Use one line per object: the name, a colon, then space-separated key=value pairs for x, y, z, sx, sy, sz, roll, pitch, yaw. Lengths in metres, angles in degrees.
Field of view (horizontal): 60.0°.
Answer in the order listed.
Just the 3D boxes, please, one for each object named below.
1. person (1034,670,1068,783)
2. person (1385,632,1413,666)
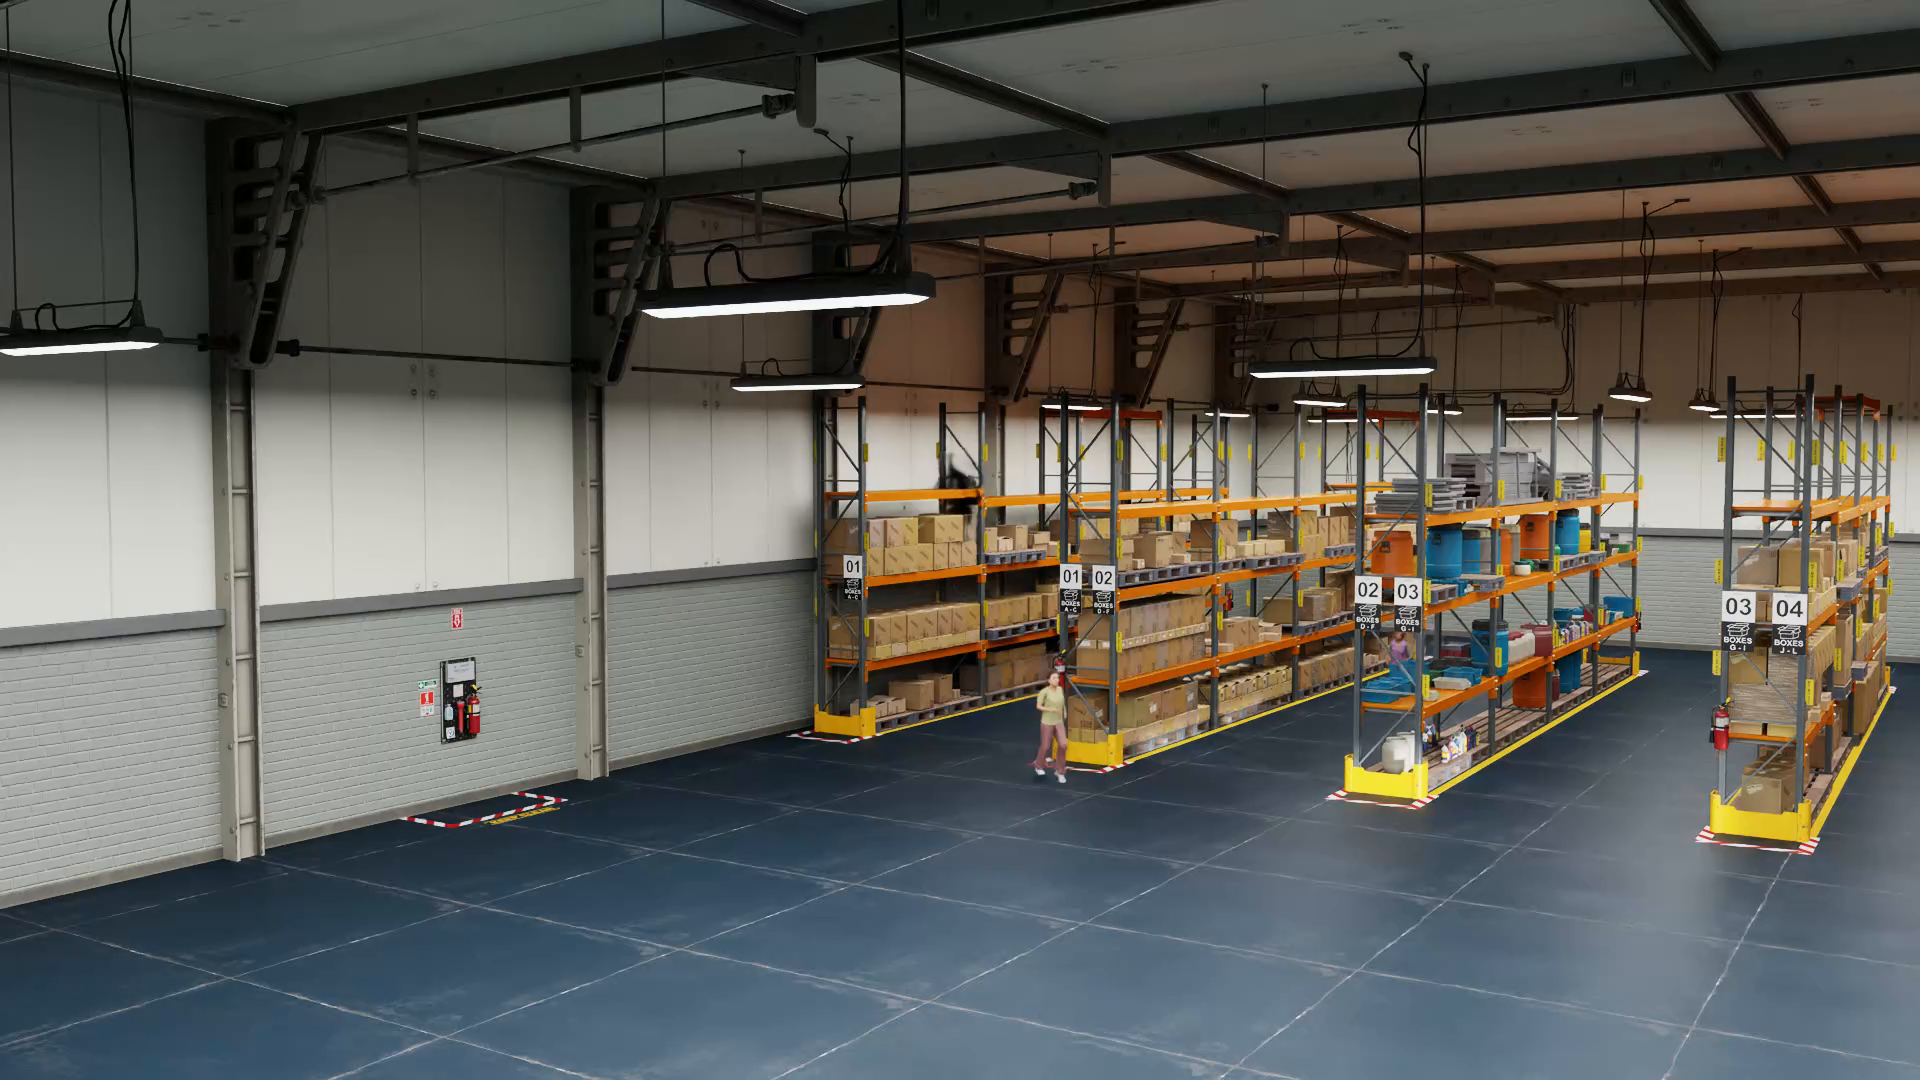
person: x=1.398 y=2.850 z=25.402 sx=0.591 sy=1.747 sz=0.734 roll=-2 pitch=3 yaw=-27
person: x=8.589 y=2.515 z=32.588 sx=0.534 sy=1.547 sz=0.565 roll=2 pitch=3 yaw=29
